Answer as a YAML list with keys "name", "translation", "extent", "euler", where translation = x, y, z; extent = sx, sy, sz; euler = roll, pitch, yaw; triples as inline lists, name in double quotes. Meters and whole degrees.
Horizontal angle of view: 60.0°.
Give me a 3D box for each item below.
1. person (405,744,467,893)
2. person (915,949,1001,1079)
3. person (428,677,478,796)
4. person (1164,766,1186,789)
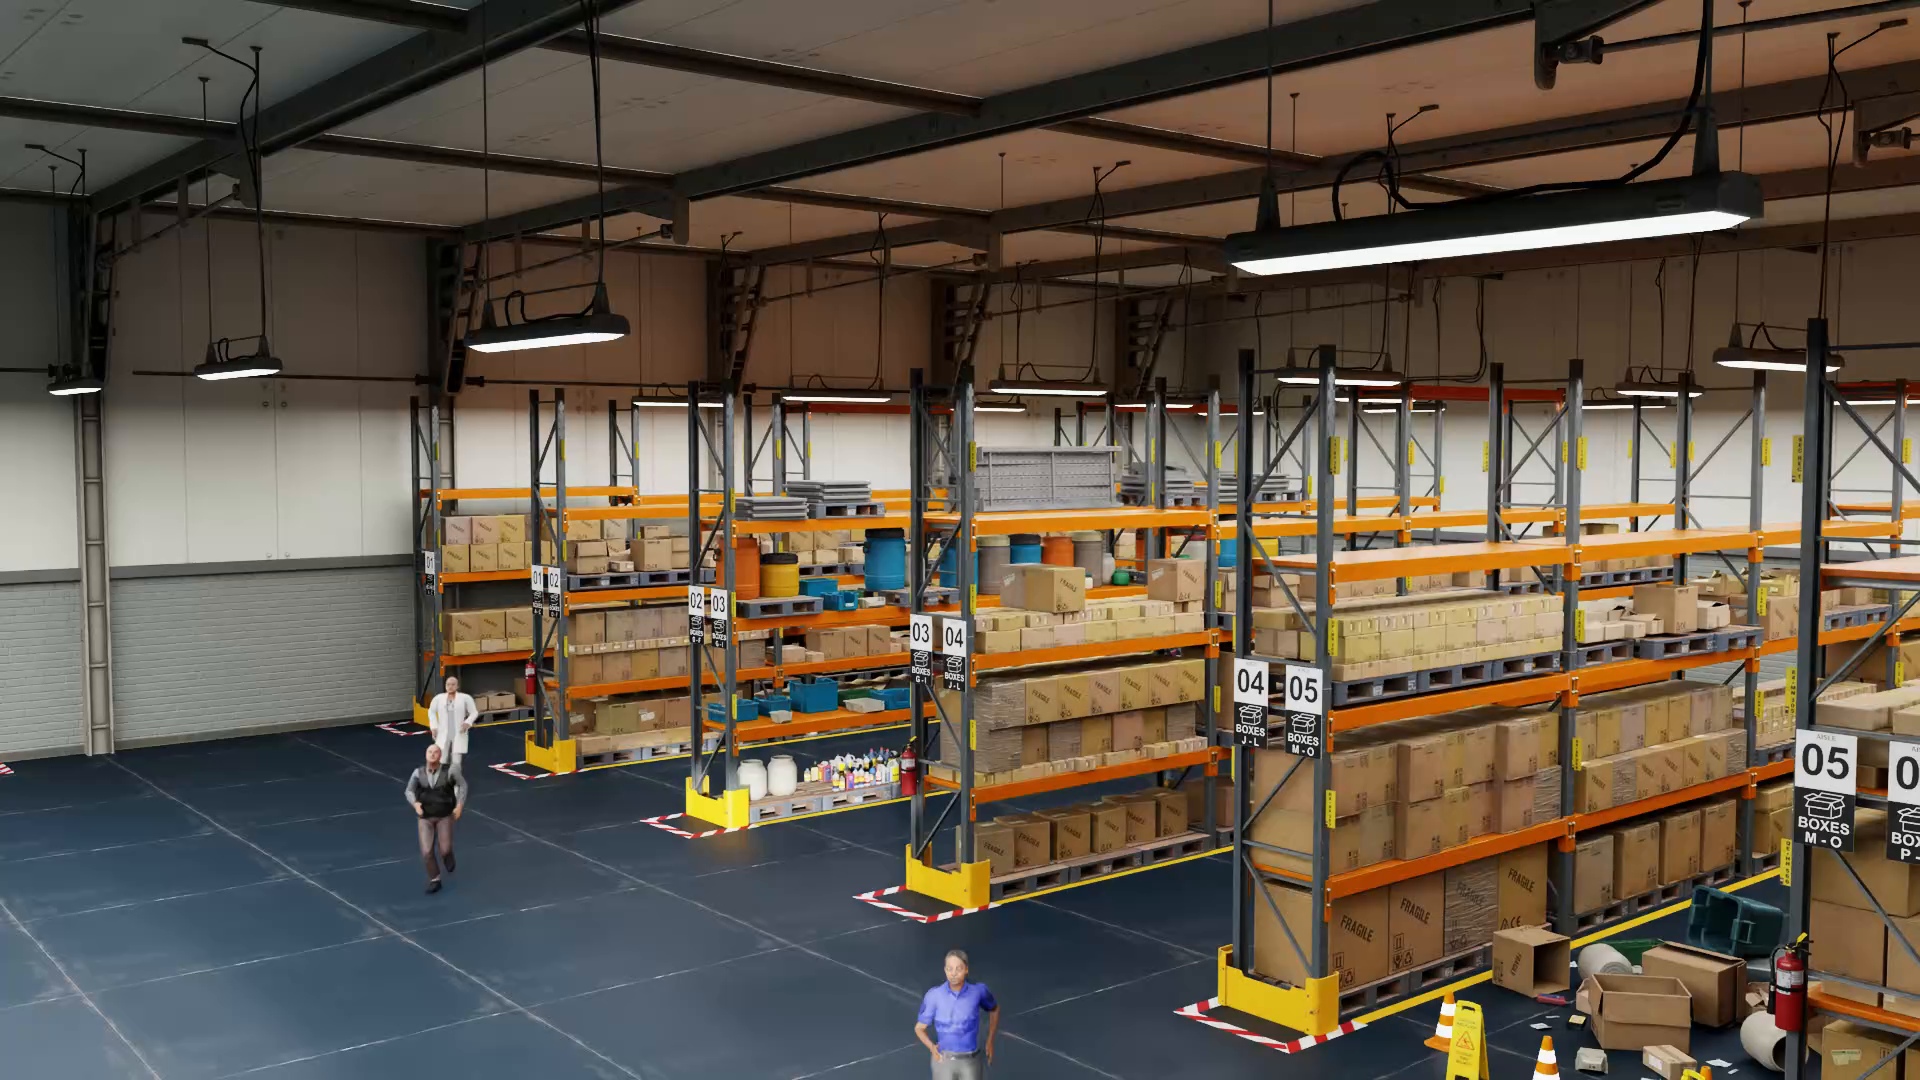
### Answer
- name: "person"
  translation: [-6.057, 3.199, 19.224]
  extent: [0.691, 1.686, 0.609]
  euler: [-1, 3, -11]
- name: "person"
  translation: [-0.019, 3.661, 11.539]
  extent: [0.590, 1.668, 0.920]
  euler: [0, 3, 3]
- name: "person"
  translation: [-7.386, 2.865, 24.213]
  extent: [0.722, 1.745, 0.627]
  euler: [-1, 3, -11]
- name: "person"
  translation: [3.247, 2.810, 25.062]
  extent: [0.699, 1.758, 0.905]
  euler: [3, 4, 37]
